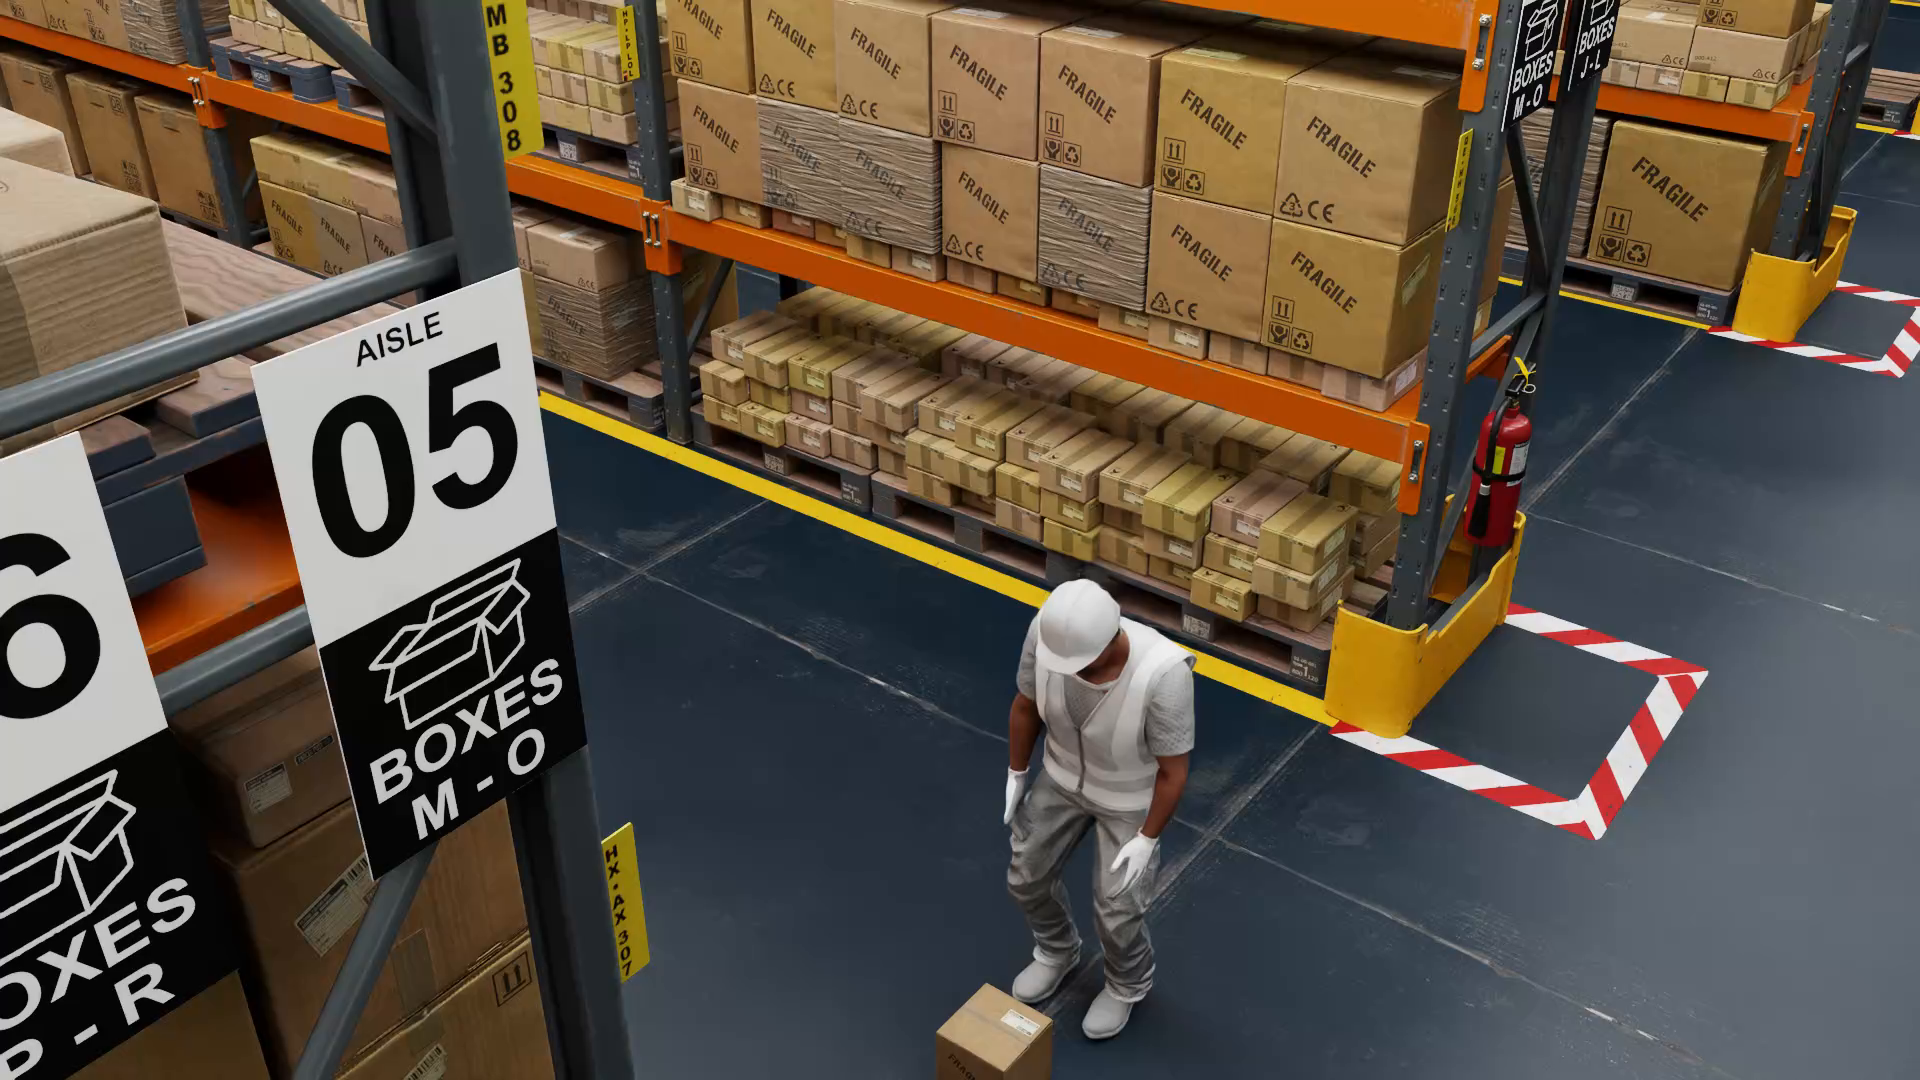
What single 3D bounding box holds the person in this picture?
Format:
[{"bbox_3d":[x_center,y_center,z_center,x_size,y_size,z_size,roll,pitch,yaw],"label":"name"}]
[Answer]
[{"bbox_3d":[0.411,0.770,4.932,0.591,1.663,0.561,22,37,32],"label":"person"}]
